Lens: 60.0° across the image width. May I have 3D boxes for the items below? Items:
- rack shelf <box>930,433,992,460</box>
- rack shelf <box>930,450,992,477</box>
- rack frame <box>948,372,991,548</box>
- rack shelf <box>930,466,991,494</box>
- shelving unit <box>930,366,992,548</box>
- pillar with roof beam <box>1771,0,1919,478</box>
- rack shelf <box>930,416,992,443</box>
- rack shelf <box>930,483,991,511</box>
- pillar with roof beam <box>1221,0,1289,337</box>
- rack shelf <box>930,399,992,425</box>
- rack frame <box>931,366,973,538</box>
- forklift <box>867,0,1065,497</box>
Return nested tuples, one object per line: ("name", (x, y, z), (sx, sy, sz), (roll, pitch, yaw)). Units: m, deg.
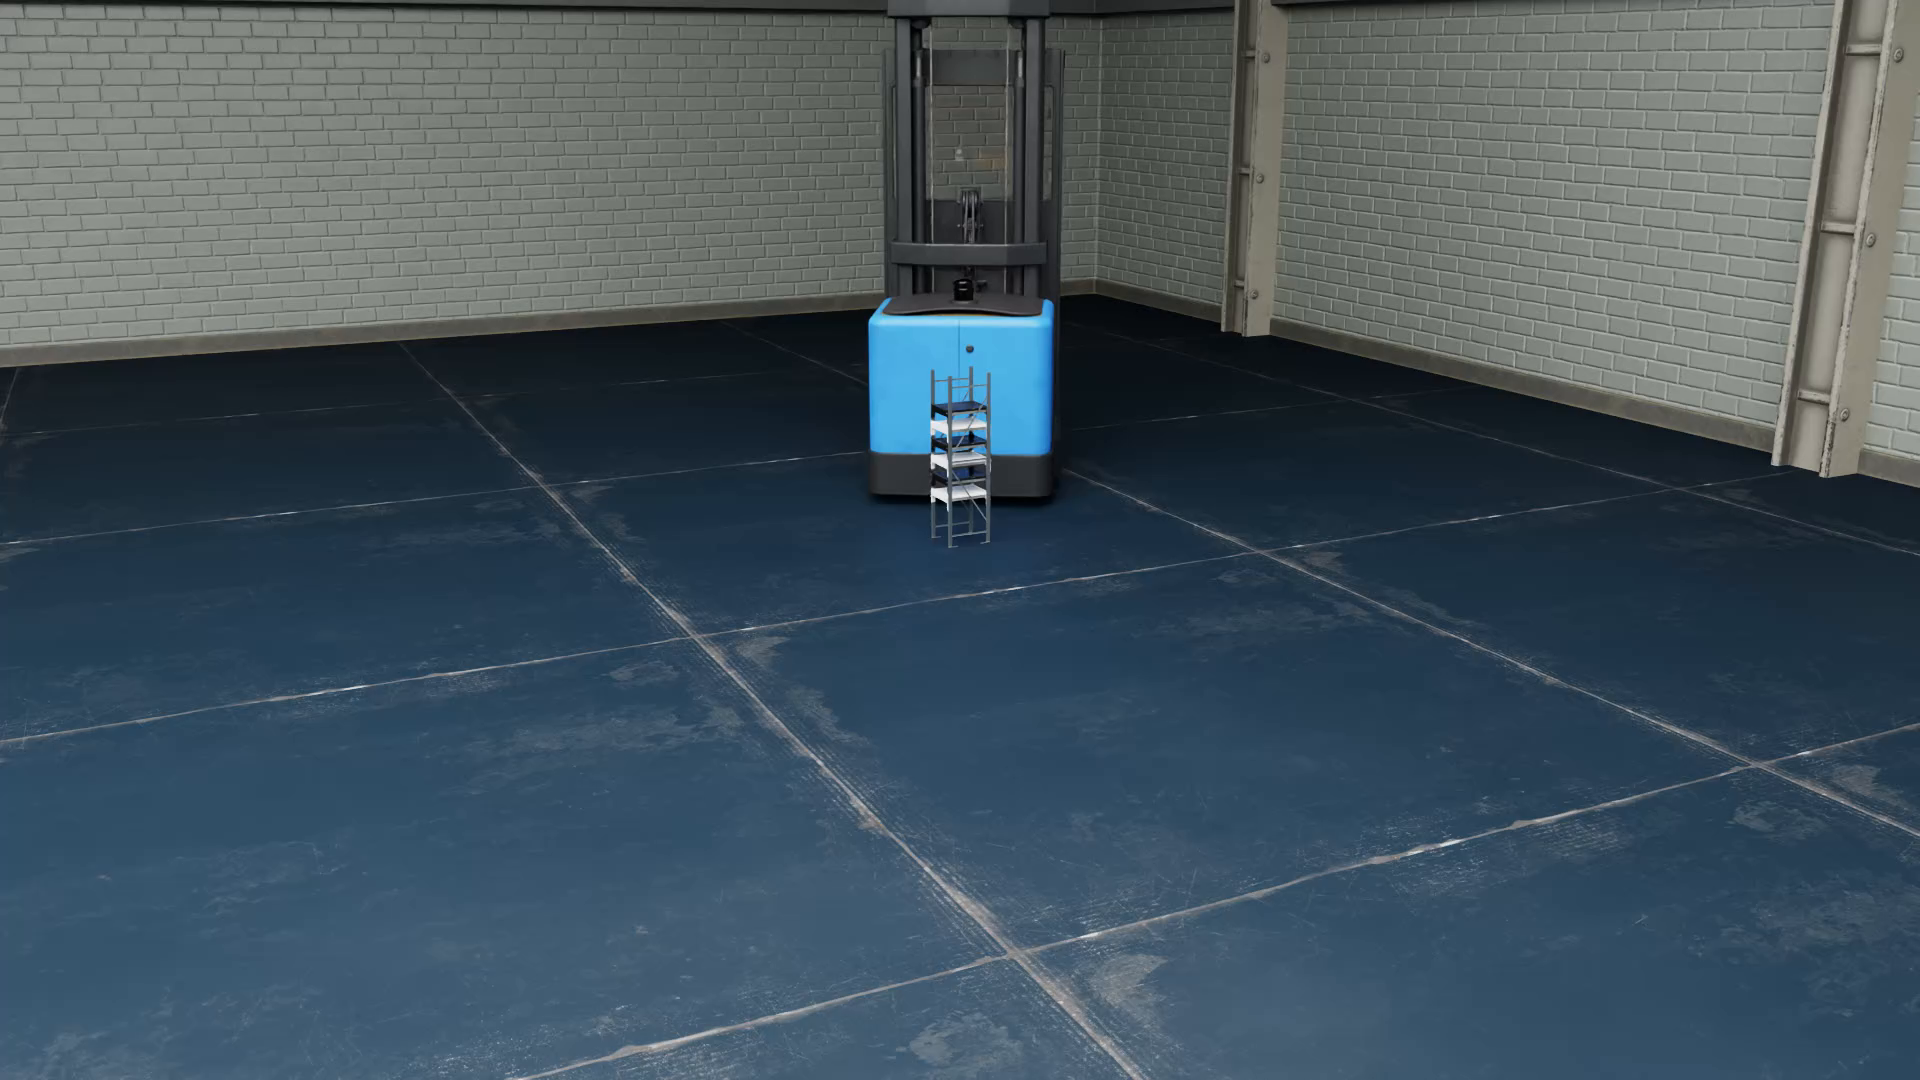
("rack shelf", (0.004, -0.485, 8.604), (0.258, 0.077, 0.200), (-8, 18, -25))
("rack shelf", (0.004, -0.398, 8.629), (0.258, 0.077, 0.200), (-8, 18, -25))
("rack frame", (0.048, -0.405, 8.532), (0.240, 0.900, 0.006), (-8, 18, -25))
("rack shelf", (0.004, -0.312, 8.654), (0.258, 0.077, 0.200), (-8, 18, -25))
("shelving unit", (0.004, -0.431, 8.620), (0.258, 0.900, 0.210), (-8, 18, -25))
("pillar with roof beam", (1.423, -4.249, 7.243), (9.100, 9.000, 0.400), (-8, 18, -25))
("rack shelf", (0.004, -0.572, 8.579), (0.258, 0.077, 0.200), (-8, 18, -25))
("rack shelf", (0.004, -0.225, 8.678), (0.258, 0.077, 0.200), (-8, 18, -25))
("pillar with roof beam", (-1.205, -5.737, 12.427), (9.100, 9.000, 0.400), (-8, 18, -25))
("rack shelf", (0.004, -0.658, 8.554), (0.258, 0.077, 0.200), (-8, 18, -25))
("rack frame", (-0.041, -0.456, 8.707), (0.240, 0.900, 0.006), (-8, 18, -25))
("forklift", (0.094, -2.003, 10.416), (1.130, 2.935, 3.031), (1, 16, 4))
